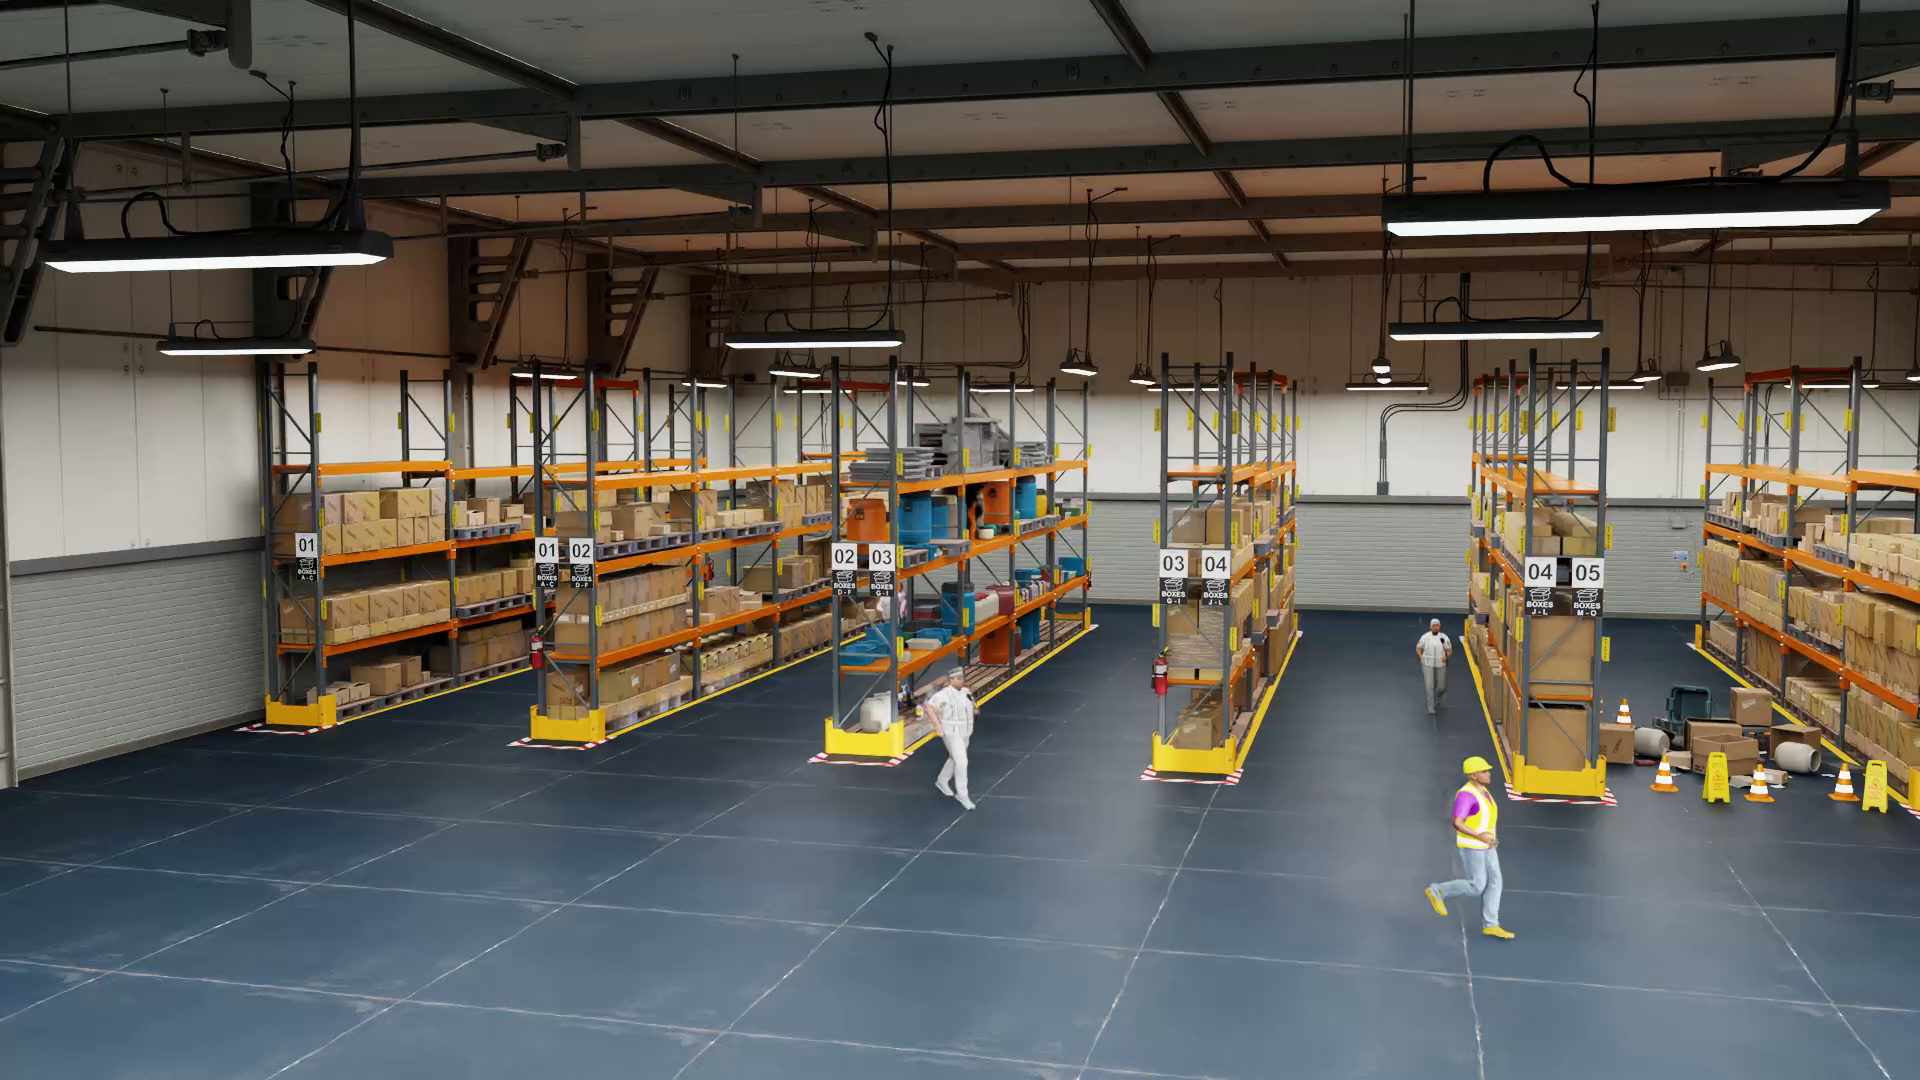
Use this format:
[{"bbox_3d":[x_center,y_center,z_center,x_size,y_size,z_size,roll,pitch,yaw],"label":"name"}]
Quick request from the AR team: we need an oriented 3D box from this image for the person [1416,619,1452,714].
[{"bbox_3d":[8.199,2.176,28.774,0.611,1.606,0.664,1,4,12],"label":"person"}]

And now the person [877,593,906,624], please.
[{"bbox_3d":[-1.457,1.684,35.082,0.572,1.697,0.911,1,4,8],"label":"person"}]

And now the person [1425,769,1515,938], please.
[{"bbox_3d":[5.027,3.011,16.315,0.868,1.714,0.697,3,5,38],"label":"person"}]

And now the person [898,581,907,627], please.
[{"bbox_3d":[-1.332,1.675,36.113,0.520,1.537,0.570,1,4,7],"label":"person"}]

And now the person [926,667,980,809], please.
[{"bbox_3d":[-0.047,2.574,21.879,0.807,1.840,0.641,3,5,41],"label":"person"}]
